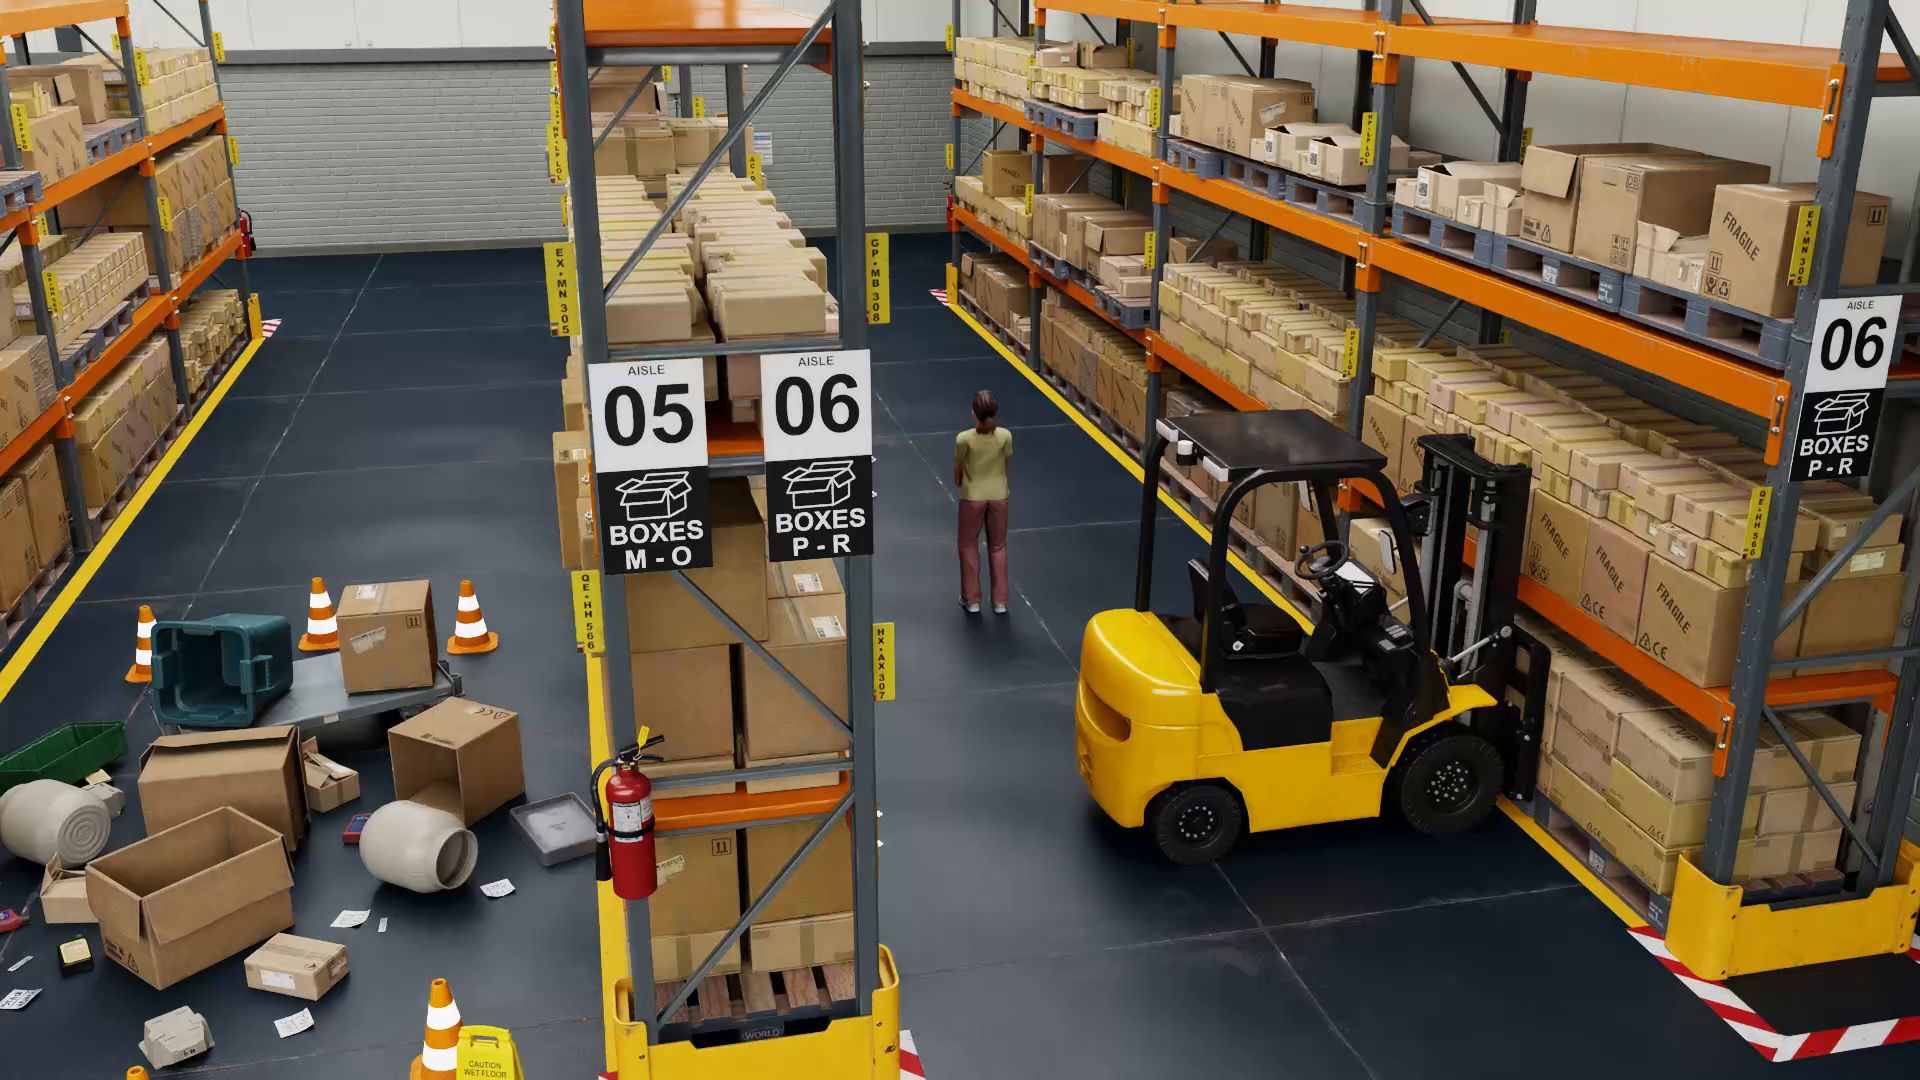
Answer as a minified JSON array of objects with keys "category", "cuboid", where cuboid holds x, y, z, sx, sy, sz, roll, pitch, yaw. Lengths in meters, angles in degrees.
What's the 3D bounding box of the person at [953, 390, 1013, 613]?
[{"category":"person","cuboid":[0.153,-0.295,11.916,0.425,1.662,0.554,-4,20,-11]}]
